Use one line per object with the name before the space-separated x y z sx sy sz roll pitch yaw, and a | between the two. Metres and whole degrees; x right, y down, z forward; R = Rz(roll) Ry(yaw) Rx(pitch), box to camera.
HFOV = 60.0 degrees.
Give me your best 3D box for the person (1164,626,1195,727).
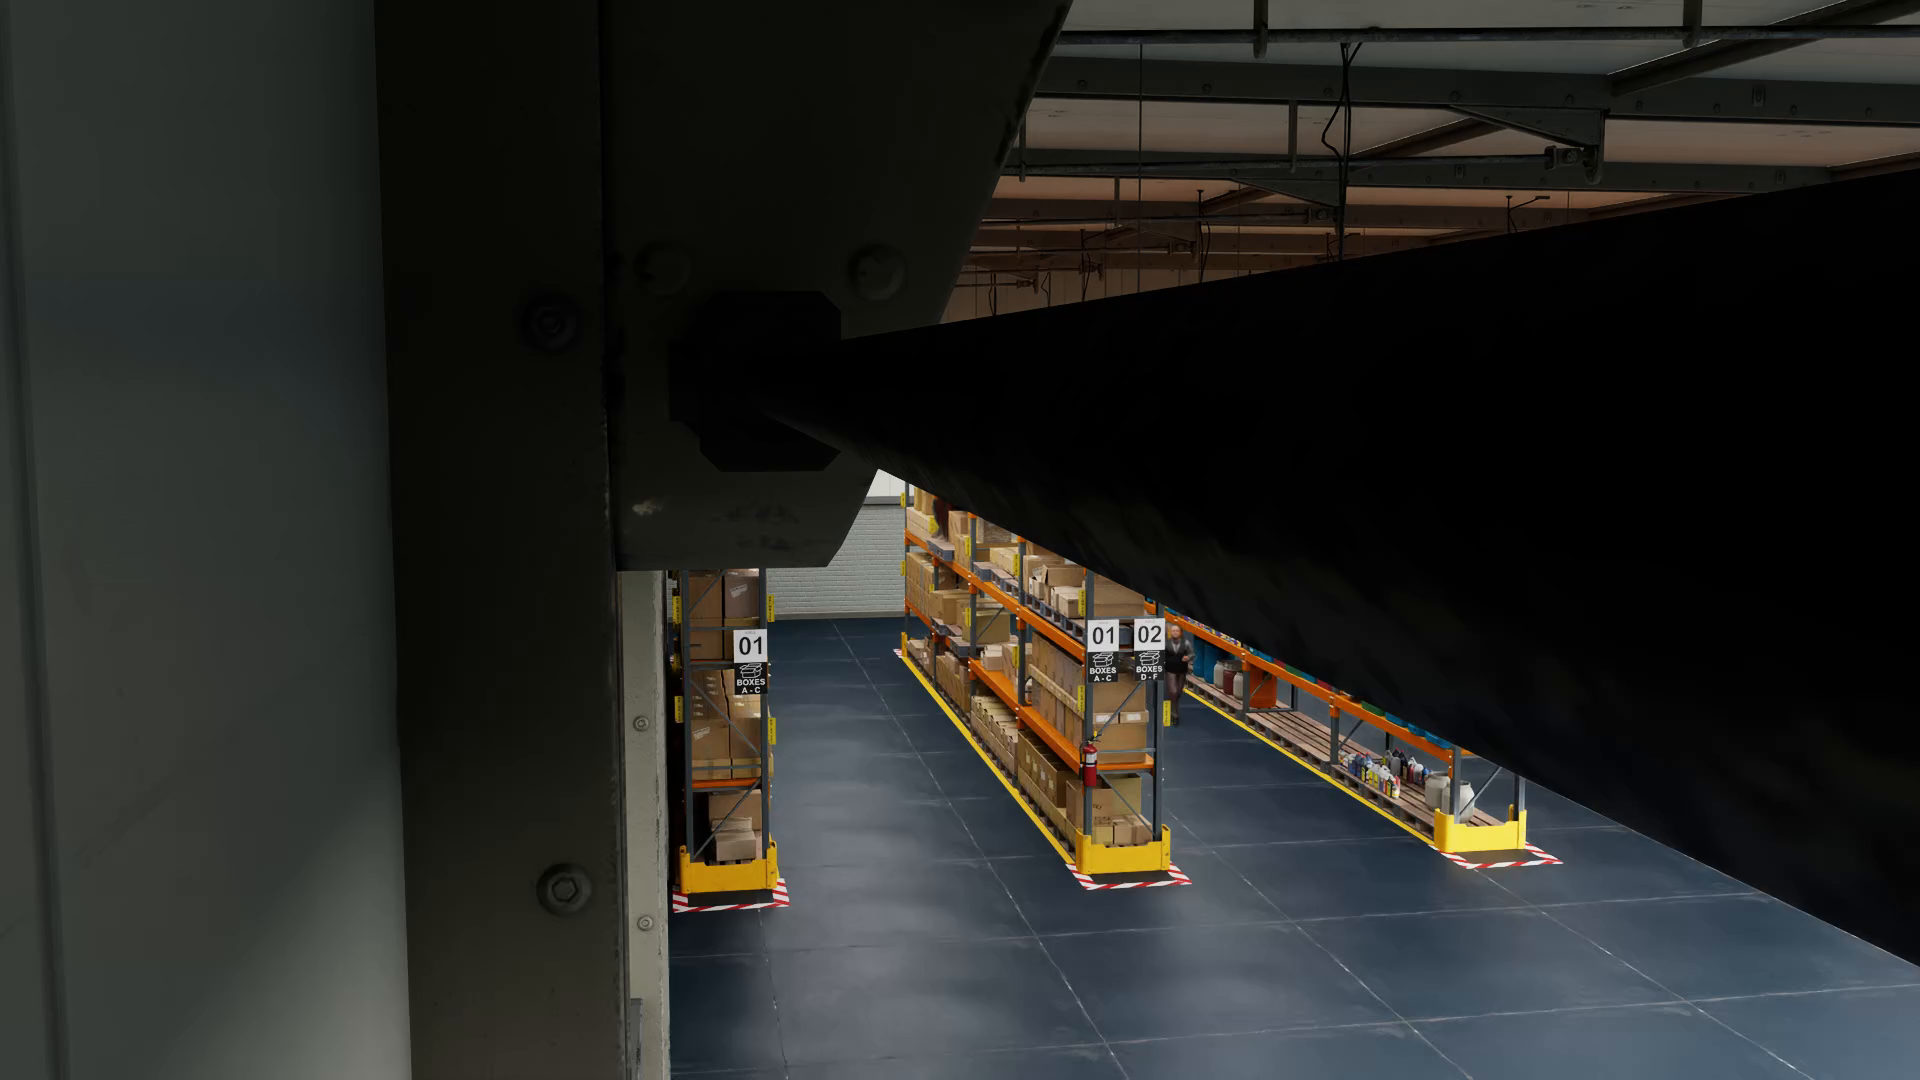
person | 3.876 2.391 29.733 0.641 1.748 0.893 0 6 -3
